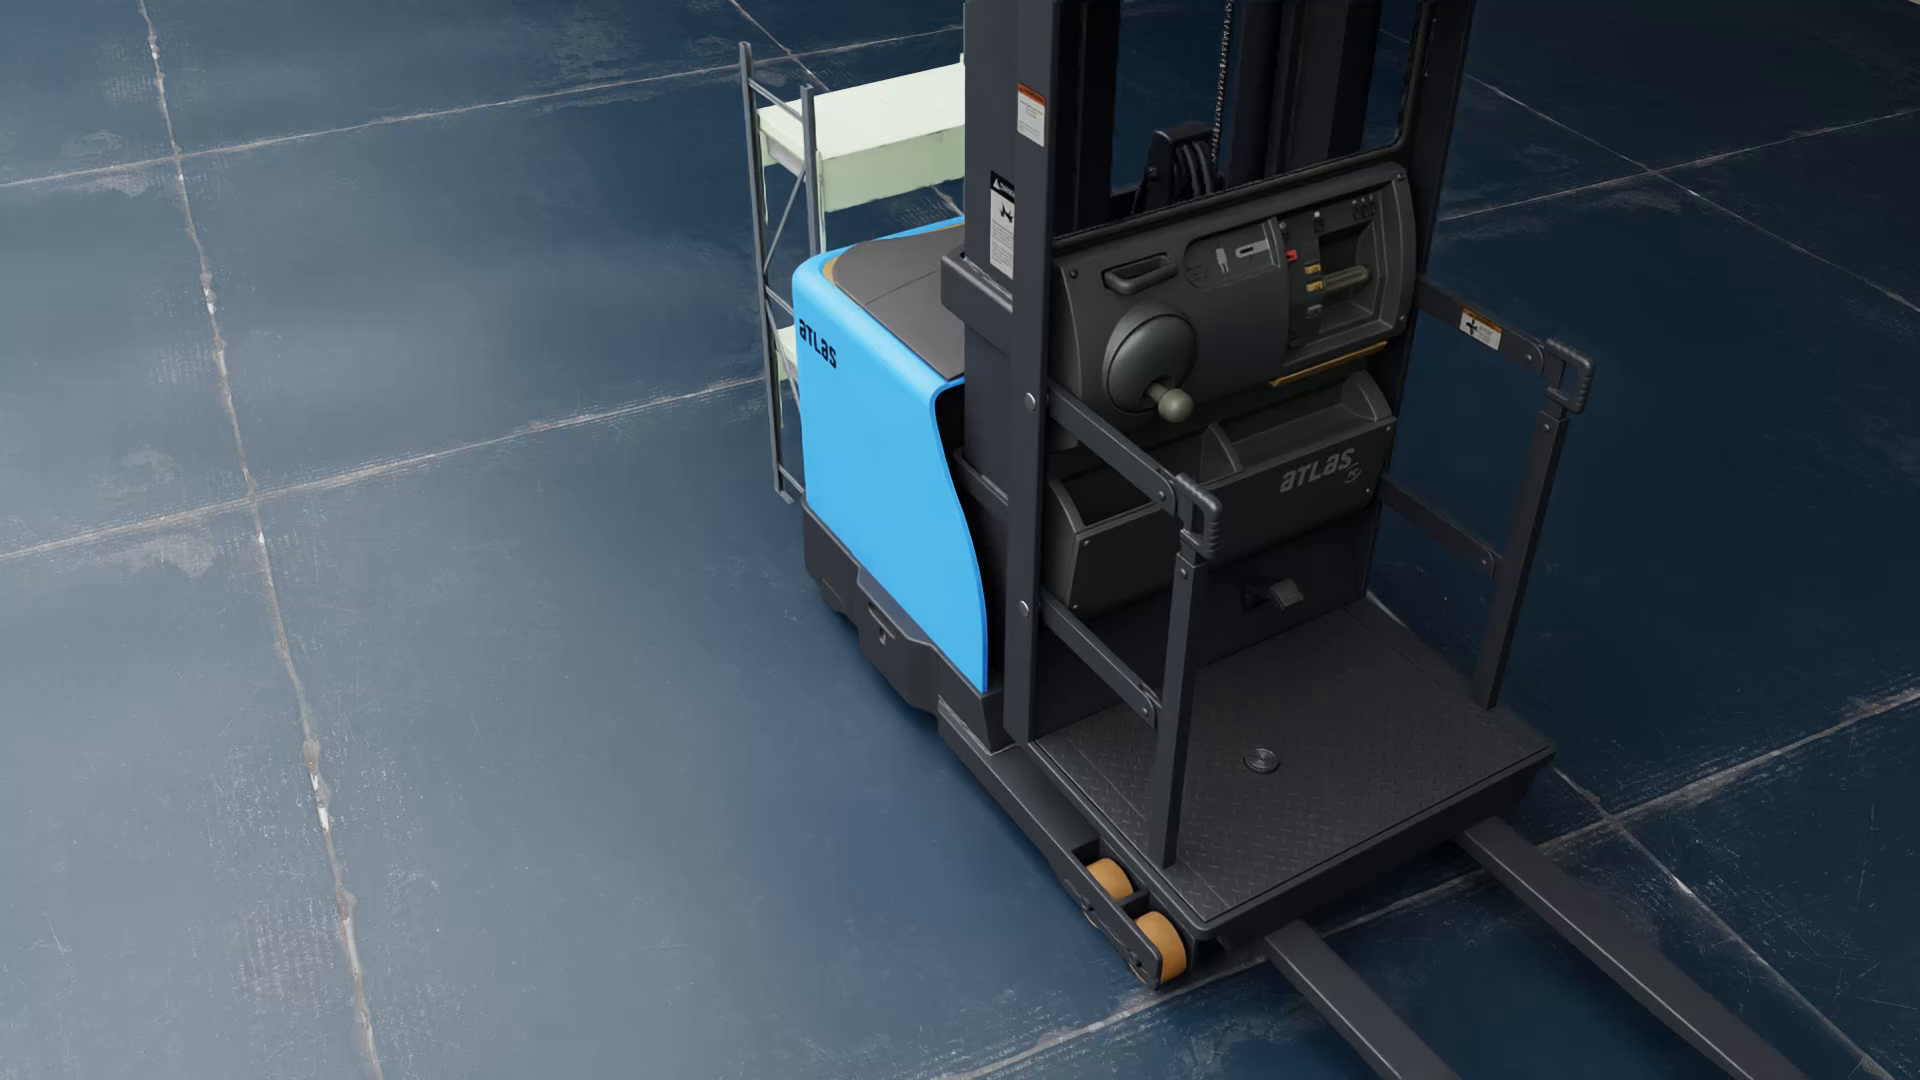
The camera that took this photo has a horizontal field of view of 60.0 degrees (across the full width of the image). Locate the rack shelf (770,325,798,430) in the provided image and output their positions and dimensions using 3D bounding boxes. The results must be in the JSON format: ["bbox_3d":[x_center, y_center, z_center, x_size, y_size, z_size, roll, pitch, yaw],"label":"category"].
[{"bbox_3d":[-0.184,-0.523,5.243,0.720,0.370,0.431,-20,41,-25],"label":"rack shelf"}]

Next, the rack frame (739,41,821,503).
[{"bbox_3d":[-0.494,-0.669,4.893,0.023,1.500,0.400,-20,41,-25],"label":"rack frame"}]

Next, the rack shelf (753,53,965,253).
[{"bbox_3d":[-0.184,-1.098,4.817,0.720,0.370,0.431,-20,41,-25],"label":"rack shelf"}]

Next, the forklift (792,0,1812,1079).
[{"bbox_3d":[0.728,-0.467,3.419,1.130,2.935,3.031,-20,41,-25],"label":"forklift"}]

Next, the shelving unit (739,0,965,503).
[{"bbox_3d":[-0.184,-0.785,5.049,0.755,1.500,0.431,-20,41,-25],"label":"shelving unit"}]
